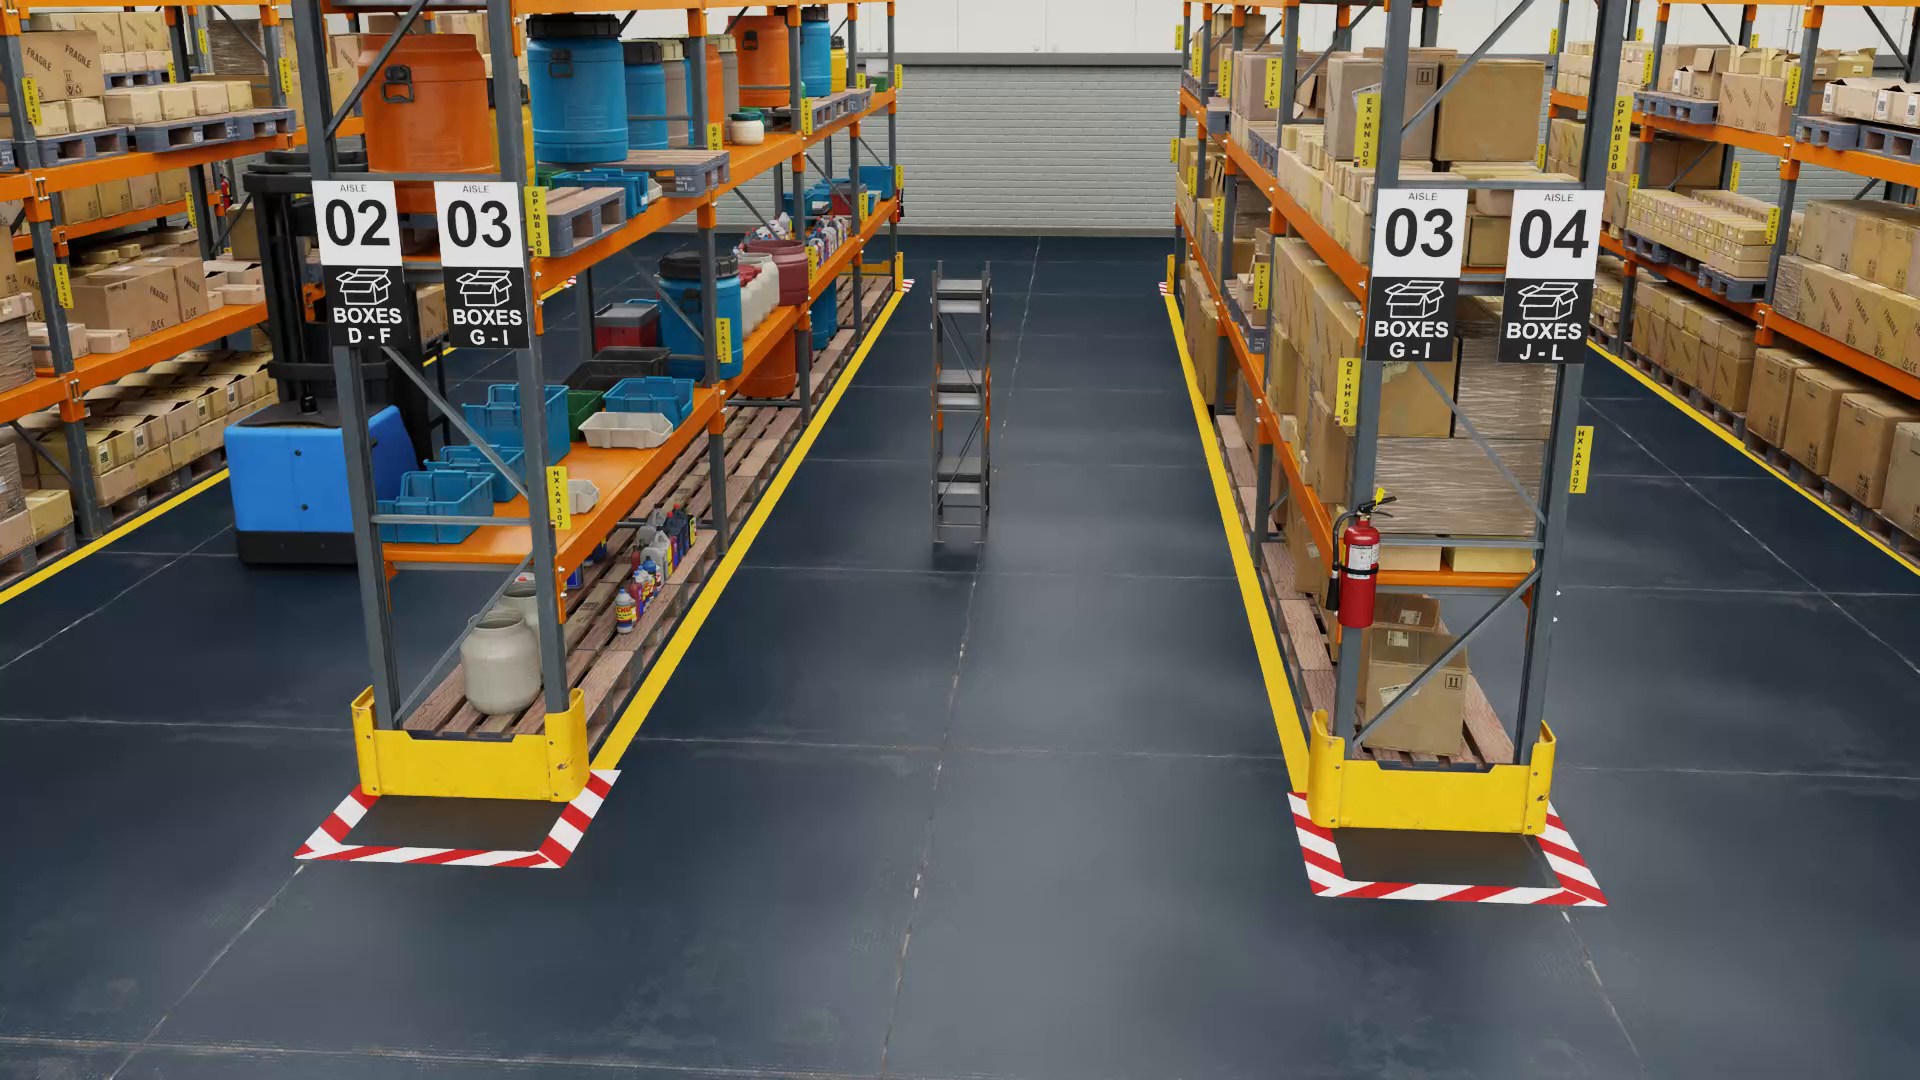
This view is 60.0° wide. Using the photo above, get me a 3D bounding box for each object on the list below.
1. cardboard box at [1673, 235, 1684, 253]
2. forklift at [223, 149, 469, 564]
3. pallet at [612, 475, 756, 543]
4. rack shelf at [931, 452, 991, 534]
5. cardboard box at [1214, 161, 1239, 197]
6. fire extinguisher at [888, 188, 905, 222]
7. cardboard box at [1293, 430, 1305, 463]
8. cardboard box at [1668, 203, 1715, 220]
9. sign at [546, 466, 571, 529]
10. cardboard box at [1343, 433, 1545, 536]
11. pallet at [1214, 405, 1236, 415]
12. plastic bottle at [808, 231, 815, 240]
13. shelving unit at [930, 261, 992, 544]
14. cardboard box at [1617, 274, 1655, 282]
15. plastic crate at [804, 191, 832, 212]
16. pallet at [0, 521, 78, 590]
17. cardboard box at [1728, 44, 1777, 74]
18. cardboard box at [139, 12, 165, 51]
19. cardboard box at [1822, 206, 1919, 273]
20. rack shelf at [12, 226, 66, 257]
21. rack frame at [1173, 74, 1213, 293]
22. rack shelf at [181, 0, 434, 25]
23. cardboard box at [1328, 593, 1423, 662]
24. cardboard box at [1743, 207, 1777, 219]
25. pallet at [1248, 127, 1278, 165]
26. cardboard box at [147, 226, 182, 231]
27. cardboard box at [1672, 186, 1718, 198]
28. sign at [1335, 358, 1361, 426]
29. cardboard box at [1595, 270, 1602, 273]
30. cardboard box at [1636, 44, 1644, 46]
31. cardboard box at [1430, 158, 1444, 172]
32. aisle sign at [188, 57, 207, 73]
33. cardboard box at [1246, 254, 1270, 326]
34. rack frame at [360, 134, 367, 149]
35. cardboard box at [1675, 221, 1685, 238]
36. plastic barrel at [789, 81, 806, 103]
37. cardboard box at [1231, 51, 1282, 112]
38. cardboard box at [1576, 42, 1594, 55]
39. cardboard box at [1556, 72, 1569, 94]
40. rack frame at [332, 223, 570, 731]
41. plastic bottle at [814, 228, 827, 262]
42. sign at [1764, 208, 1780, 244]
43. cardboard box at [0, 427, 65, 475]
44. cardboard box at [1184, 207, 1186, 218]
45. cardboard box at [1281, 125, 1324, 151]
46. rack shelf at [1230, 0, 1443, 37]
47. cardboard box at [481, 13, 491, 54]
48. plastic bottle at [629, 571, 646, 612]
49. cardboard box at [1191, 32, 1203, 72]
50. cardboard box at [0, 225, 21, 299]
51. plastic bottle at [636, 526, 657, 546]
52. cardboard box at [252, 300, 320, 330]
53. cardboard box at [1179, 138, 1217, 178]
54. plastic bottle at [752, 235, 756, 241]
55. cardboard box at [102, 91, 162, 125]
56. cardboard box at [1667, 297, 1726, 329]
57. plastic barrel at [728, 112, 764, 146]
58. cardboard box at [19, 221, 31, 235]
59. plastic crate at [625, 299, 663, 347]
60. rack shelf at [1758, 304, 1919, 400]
[{"bbox_3d":[7.592,-3.050,17.144,0.380,0.149,0.250,0,18,1],"label":"cardboard box"},{"bbox_3d":[-4.727,-1.624,13.171,1.130,2.935,3.031,1,18,3],"label":"forklift"},{"bbox_3d":[-2.248,-0.254,13.358,1.003,0.211,1.213,1,18,4],"label":"pallet"},{"bbox_3d":[0.012,-0.371,12.975,0.431,0.518,0.480,1,18,4],"label":"rack shelf"},{"bbox_3d":[3.150,-3.821,17.995,0.797,0.503,0.637,1,18,5],"label":"cardboard box"},{"bbox_3d":[-0.941,-4.884,23.733,0.296,0.674,0.183,1,18,4],"label":"fire extinguisher"},{"bbox_3d":[2.265,-0.578,10.273,0.380,0.149,0.250,1,18,4],"label":"cardboard box"},{"bbox_3d":[7.610,-3.415,17.302,0.380,0.149,0.250,2,18,6],"label":"cardboard box"},{"bbox_3d":[-2.003,-0.210,8.301,0.100,0.325,0.005,1,18,4],"label":"sign"},{"bbox_3d":[2.455,-0.340,8.506,0.875,0.500,0.500,1,18,4],"label":"cardboard box"},{"bbox_3d":[3.094,-1.384,16.807,1.003,0.211,1.213,1,18,4],"label":"pallet"},{"bbox_3d":[-1.612,-3.241,18.203,0.097,0.271,0.097,0,18,0],"label":"plastic bottle"},{"bbox_3d":[0.012,-1.049,12.753,0.431,2.100,0.503,1,18,4],"label":"shelving unit"},{"bbox_3d":[8.557,-3.281,21.066,0.380,0.149,0.250,1,18,4],"label":"cardboard box"},{"bbox_3d":[-1.867,-4.438,21.824,0.416,0.233,0.300,1,18,4],"label":"plastic crate"},{"bbox_3d":[-7.304,0.125,12.201,1.003,0.211,1.213,1,18,4],"label":"pallet"},{"bbox_3d":[7.743,-4.692,16.217,0.396,0.266,0.258,1,18,4],"label":"cardboard box"},{"bbox_3d":[-11.113,-6.851,22.399,0.500,0.500,0.500,2,18,6],"label":"cardboard box"},{"bbox_3d":[7.825,-2.550,14.122,0.700,0.500,0.500,1,18,3],"label":"cardboard box"},{"bbox_3d":[-11.717,-3.077,18.651,1.077,0.370,4.000,1,18,4],"label":"rack shelf"},{"bbox_3d":[3.535,-4.950,23.214,1.000,3.000,0.127,1,18,4],"label":"rack frame"},{"bbox_3d":[-6.775,-5.628,17.445,1.077,0.370,4.000,1,18,4],"label":"rack shelf"},{"bbox_3d":[2.522,0.433,10.124,0.500,0.500,0.500,3,18,9],"label":"cardboard box"},{"bbox_3d":[8.242,-3.311,16.985,0.380,0.149,0.250,1,18,3],"label":"cardboard box"},{"bbox_3d":[2.897,-3.071,12.963,1.213,0.211,1.003,1,18,4],"label":"pallet"},{"bbox_3d":[-11.427,-4.426,23.911,0.380,0.149,0.250,1,18,4],"label":"cardboard box"},{"bbox_3d":[8.475,-3.903,19.379,0.500,0.500,0.500,1,18,3],"label":"cardboard box"},{"bbox_3d":[1.836,-0.700,7.875,0.100,0.325,0.005,1,18,4],"label":"sign"},{"bbox_3d":[8.024,-3.371,21.344,0.380,0.149,0.250,2,18,5],"label":"cardboard box"},{"bbox_3d":[8.621,-6.083,20.649,0.380,0.149,0.250,2,18,5],"label":"cardboard box"},{"bbox_3d":[2.766,-2.008,9.018,0.380,0.149,0.250,0,18,1],"label":"cardboard box"},{"bbox_3d":[-10.982,-6.533,23.869,0.394,0.787,0.004,1,18,4],"label":"aisle sign"},{"bbox_3d":[2.707,-2.013,13.407,0.797,0.503,0.637,3,18,10],"label":"cardboard box"},{"bbox_3d":[-6.632,-3.930,20.101,1.000,3.000,0.127,1,18,4],"label":"rack frame"},{"bbox_3d":[7.592,-3.190,17.091,0.380,0.149,0.250,1,18,3],"label":"cardboard box"},{"bbox_3d":[-1.673,-4.451,16.449,0.294,0.245,0.294,0,18,0],"label":"plastic barrel"},{"bbox_3d":[2.672,-4.036,14.642,0.500,0.500,0.500,1,18,4],"label":"cardboard box"},{"bbox_3d":[8.078,-6.257,21.182,0.380,0.149,0.250,2,18,5],"label":"cardboard box"},{"bbox_3d":[8.188,-6.029,21.928,0.500,0.250,0.500,2,18,6],"label":"cardboard box"},{"bbox_3d":[-2.552,-0.092,8.386,1.000,3.000,0.127,1,18,4],"label":"rack frame"},{"bbox_3d":[-1.510,-3.160,17.830,0.144,0.351,0.185,1,18,4],"label":"plastic bottle"},{"bbox_3d":[7.360,-2.845,15.057,0.100,0.325,0.005,1,18,4],"label":"sign"},{"bbox_3d":[-7.462,-0.737,13.197,0.500,0.311,0.500,1,18,4],"label":"cardboard box"},{"bbox_3d":[3.055,-4.169,21.232,0.380,0.149,0.250,2,18,5],"label":"cardboard box"},{"bbox_3d":[2.344,-2.673,11.047,0.380,0.149,0.250,1,18,2],"label":"cardboard box"},{"bbox_3d":[2.818,-4.164,12.975,1.077,0.370,4.000,1,18,4],"label":"rack shelf"},{"bbox_3d":[-6.415,-6.650,21.816,0.700,0.500,0.500,1,18,4],"label":"cardboard box"},{"bbox_3d":[-2.086,0.333,10.764,0.097,0.271,0.097,0,18,0],"label":"plastic bottle"},{"bbox_3d":[3.391,-6.336,21.628,0.700,0.500,0.500,1,18,2],"label":"cardboard box"},{"bbox_3d":[-7.231,-1.972,11.879,0.700,0.500,0.500,1,18,4],"label":"cardboard box"},{"bbox_3d":[-2.187,0.022,11.707,0.152,0.276,0.135,1,18,4],"label":"plastic bottle"},{"bbox_3d":[-7.086,-2.379,17.469,0.500,0.250,0.500,2,18,6],"label":"cardboard box"},{"bbox_3d":[3.196,-5.078,22.163,0.500,0.500,0.500,1,18,3],"label":"cardboard box"},{"bbox_3d":[-2.209,-3.108,17.780,0.061,0.283,0.133,1,18,4],"label":"plastic bottle"},{"bbox_3d":[-7.007,-3.592,13.817,0.500,0.250,0.500,0,18,-1],"label":"cardboard box"},{"bbox_3d":[7.795,-2.387,17.525,0.500,0.250,0.500,2,18,6],"label":"cardboard box"},{"bbox_3d":[-1.837,-3.536,14.301,0.301,0.262,0.301,0,18,0],"label":"plastic barrel"},{"bbox_3d":[-11.310,-3.740,19.890,0.380,0.149,0.250,2,18,5],"label":"cardboard box"},{"bbox_3d":[-2.496,-1.676,13.246,0.392,0.384,0.575,1,18,4],"label":"plastic crate"},{"bbox_3d":[7.758,-1.361,13.413,1.077,0.370,4.000,1,18,4],"label":"rack shelf"}]
